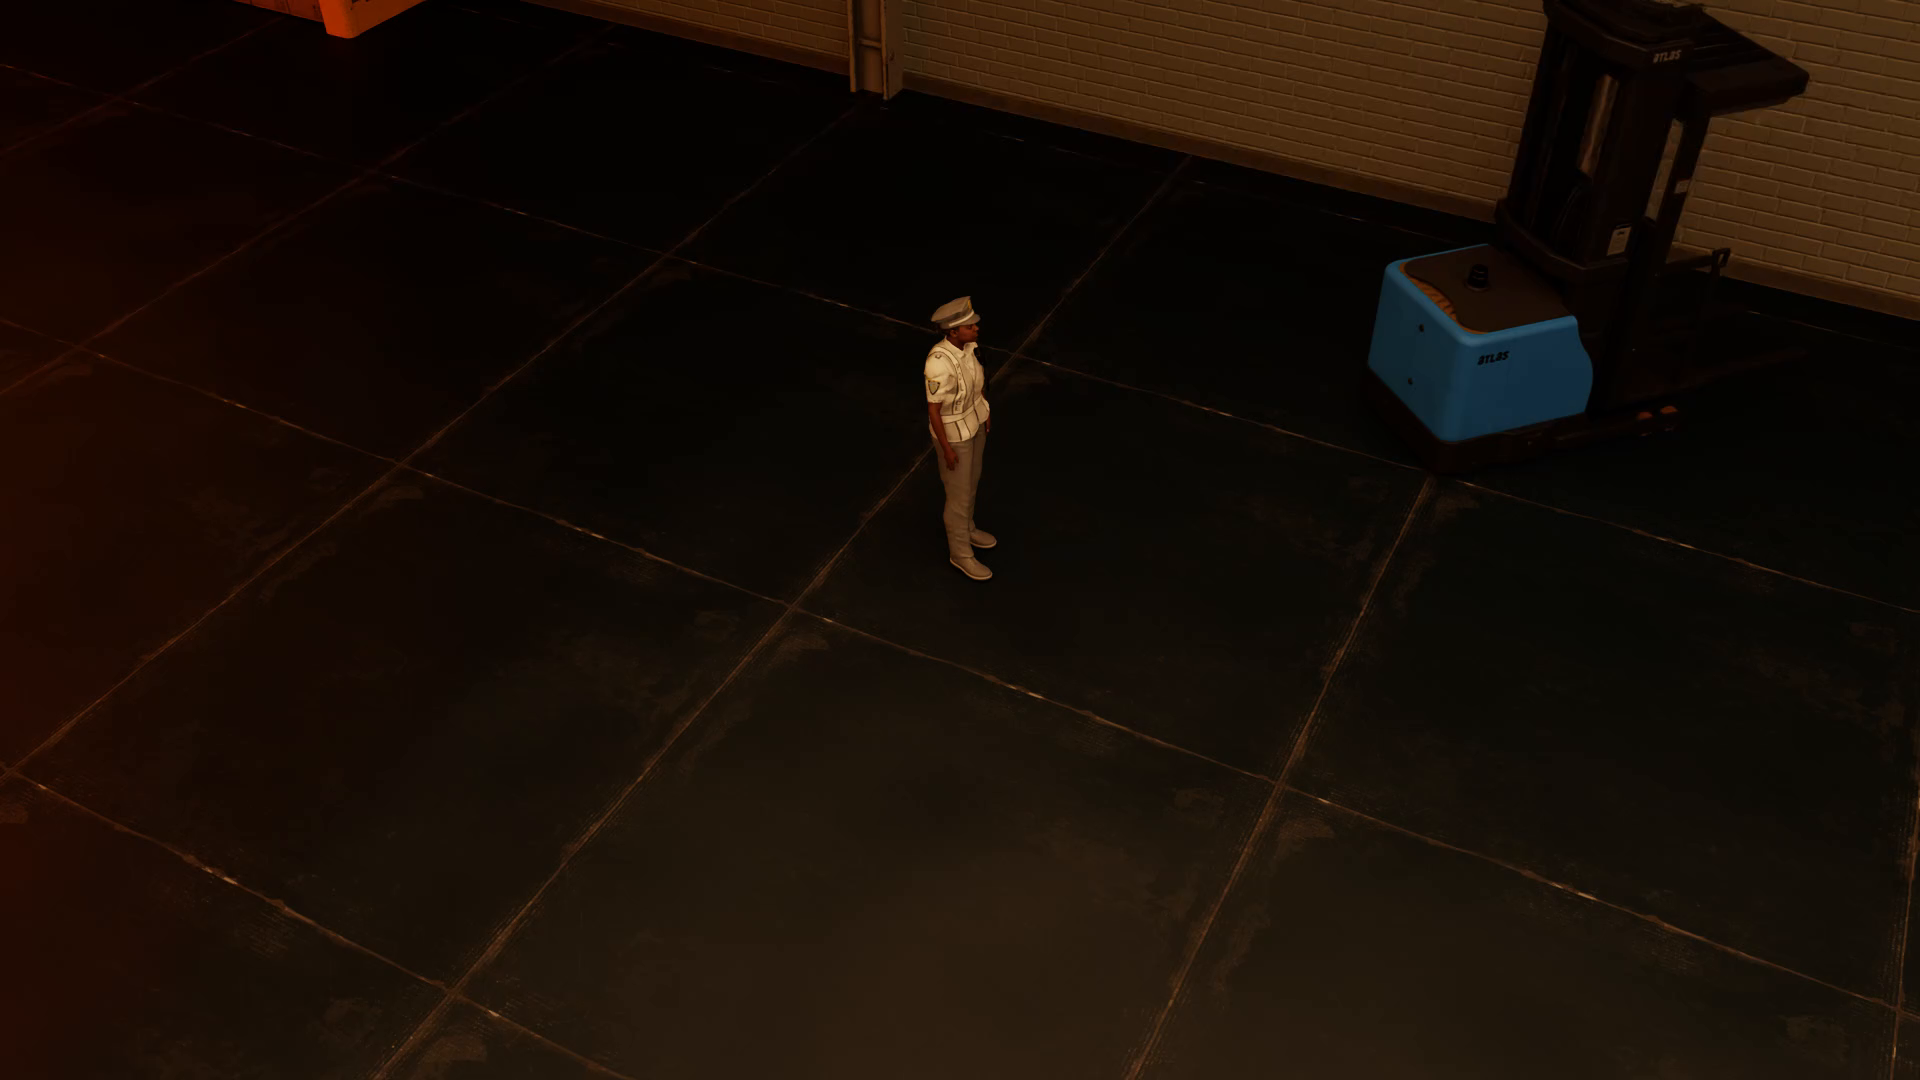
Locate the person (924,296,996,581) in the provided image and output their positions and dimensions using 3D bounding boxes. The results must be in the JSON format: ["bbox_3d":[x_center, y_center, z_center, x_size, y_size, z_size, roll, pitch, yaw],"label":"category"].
[{"bbox_3d":[0.058,-0.621,9.671,0.528,1.697,0.570,18,43,21],"label":"person"}]

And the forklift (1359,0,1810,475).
[{"bbox_3d":[4.299,-2.118,10.501,3.031,2.935,1.130,-13,42,-15],"label":"forklift"}]
